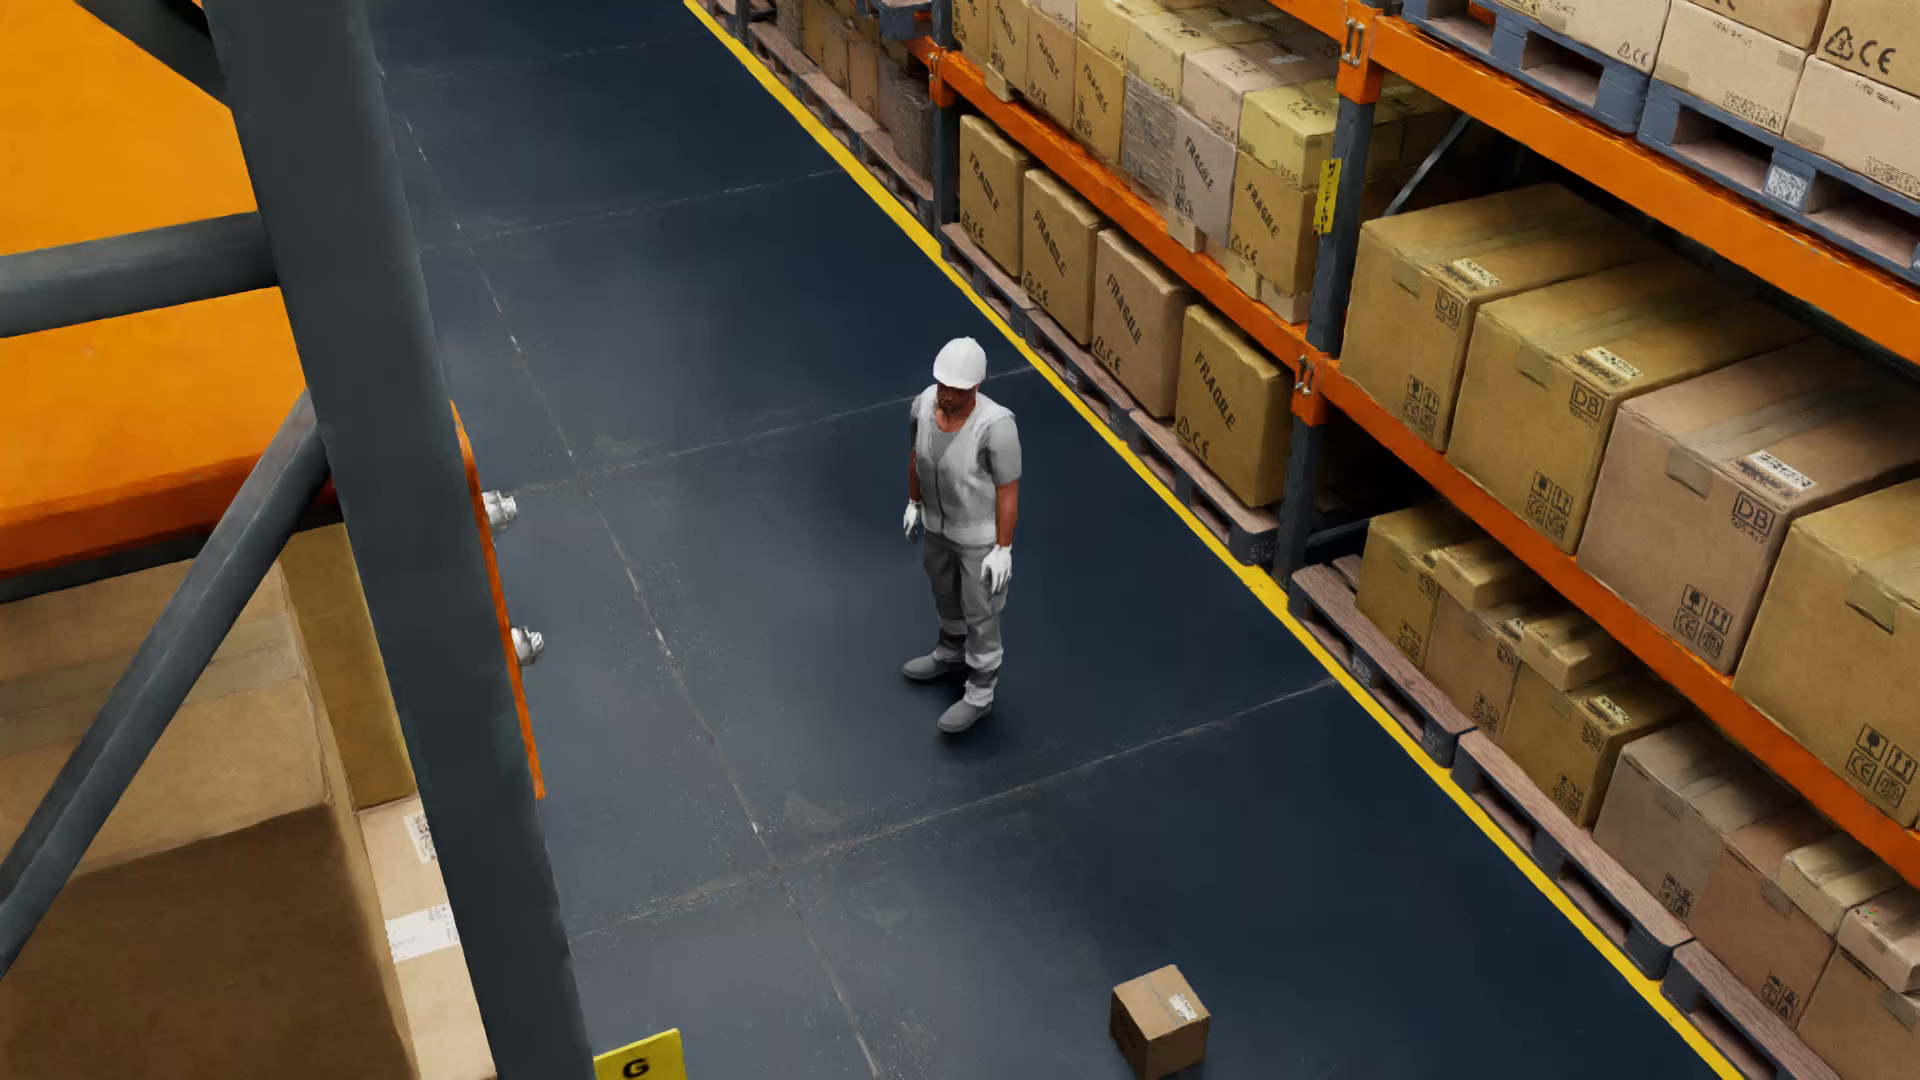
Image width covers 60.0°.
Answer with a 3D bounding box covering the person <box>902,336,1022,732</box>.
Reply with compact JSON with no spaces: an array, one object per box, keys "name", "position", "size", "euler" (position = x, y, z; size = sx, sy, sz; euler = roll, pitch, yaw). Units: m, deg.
[{"name":"person","position":[-0.029,-0.018,6.808],"size":[0.620,1.794,0.465],"euler":[28,45,32]}]
